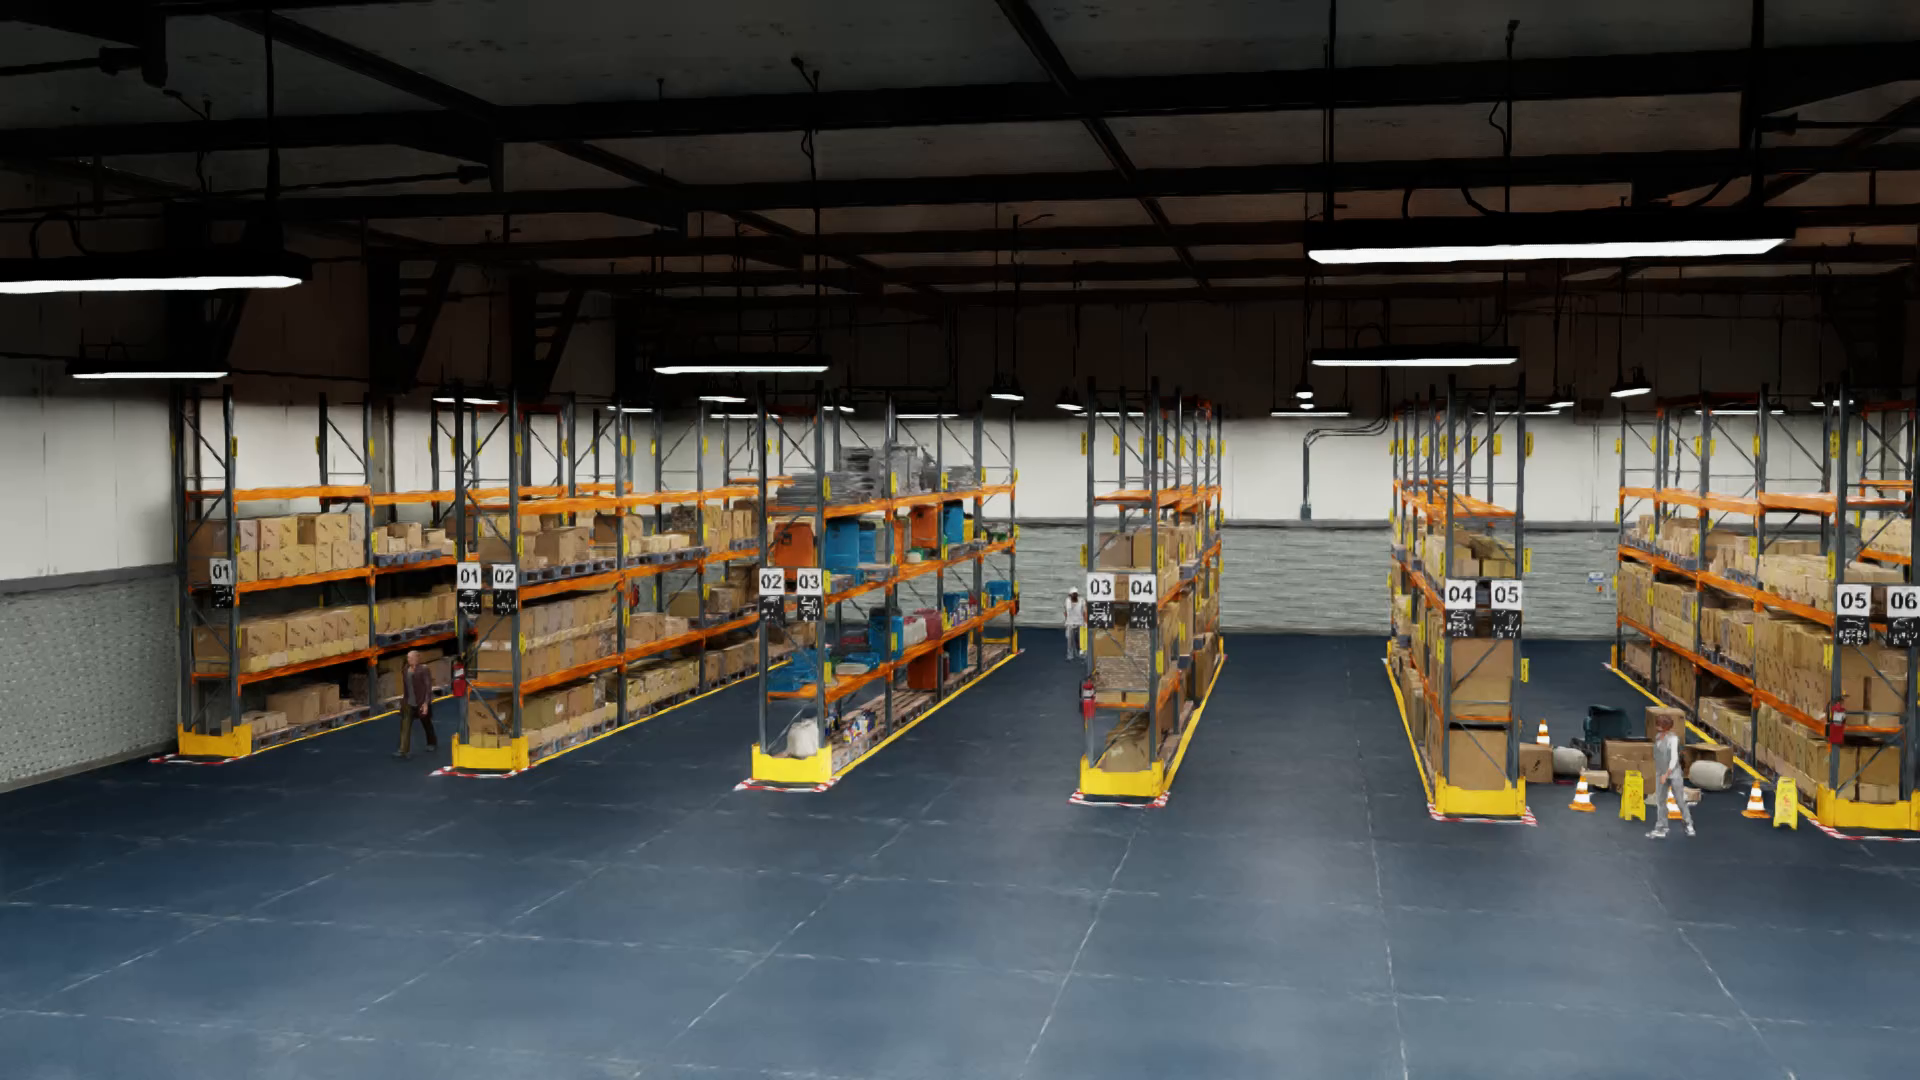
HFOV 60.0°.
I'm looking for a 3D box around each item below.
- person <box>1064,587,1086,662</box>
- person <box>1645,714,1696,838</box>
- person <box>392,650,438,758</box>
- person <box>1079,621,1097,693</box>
[{"bbox_3d":[2.700,1.957,38.945,0.577,1.733,1.042,1,3,11],"label":"person"},{"bbox_3d":[9.111,3.019,21.290,0.640,1.588,0.442,-1,3,-18],"label":"person"},{"bbox_3d":[-8.799,2.629,26.909,0.603,1.724,1.111,1,3,11],"label":"person"},{"bbox_3d":[2.706,2.232,33.966,0.553,1.709,1.123,1,3,14],"label":"person"}]
